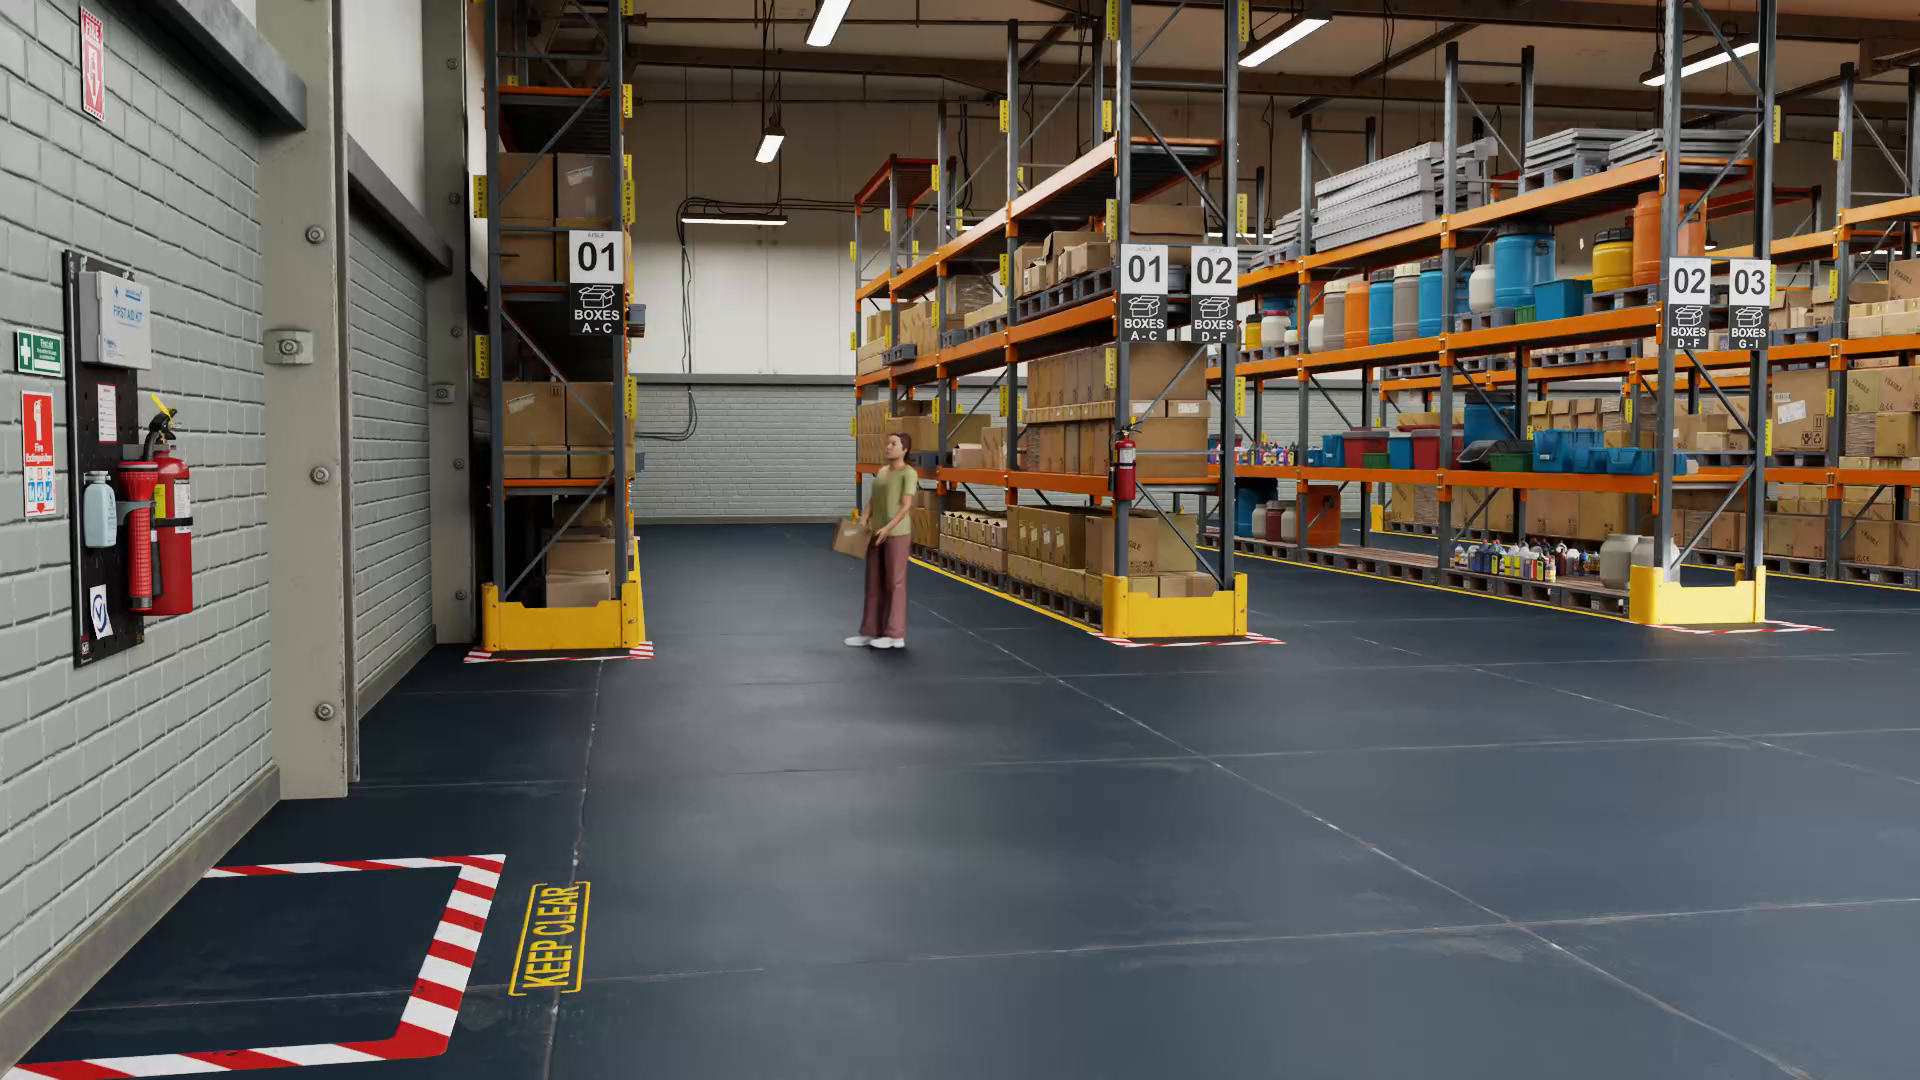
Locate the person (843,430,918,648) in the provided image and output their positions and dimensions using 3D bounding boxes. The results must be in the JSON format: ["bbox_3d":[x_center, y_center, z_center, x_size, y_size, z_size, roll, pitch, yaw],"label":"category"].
[{"bbox_3d":[-0.584,-0.002,12.872,0.510,1.665,0.468,3,4,44],"label":"person"}]
